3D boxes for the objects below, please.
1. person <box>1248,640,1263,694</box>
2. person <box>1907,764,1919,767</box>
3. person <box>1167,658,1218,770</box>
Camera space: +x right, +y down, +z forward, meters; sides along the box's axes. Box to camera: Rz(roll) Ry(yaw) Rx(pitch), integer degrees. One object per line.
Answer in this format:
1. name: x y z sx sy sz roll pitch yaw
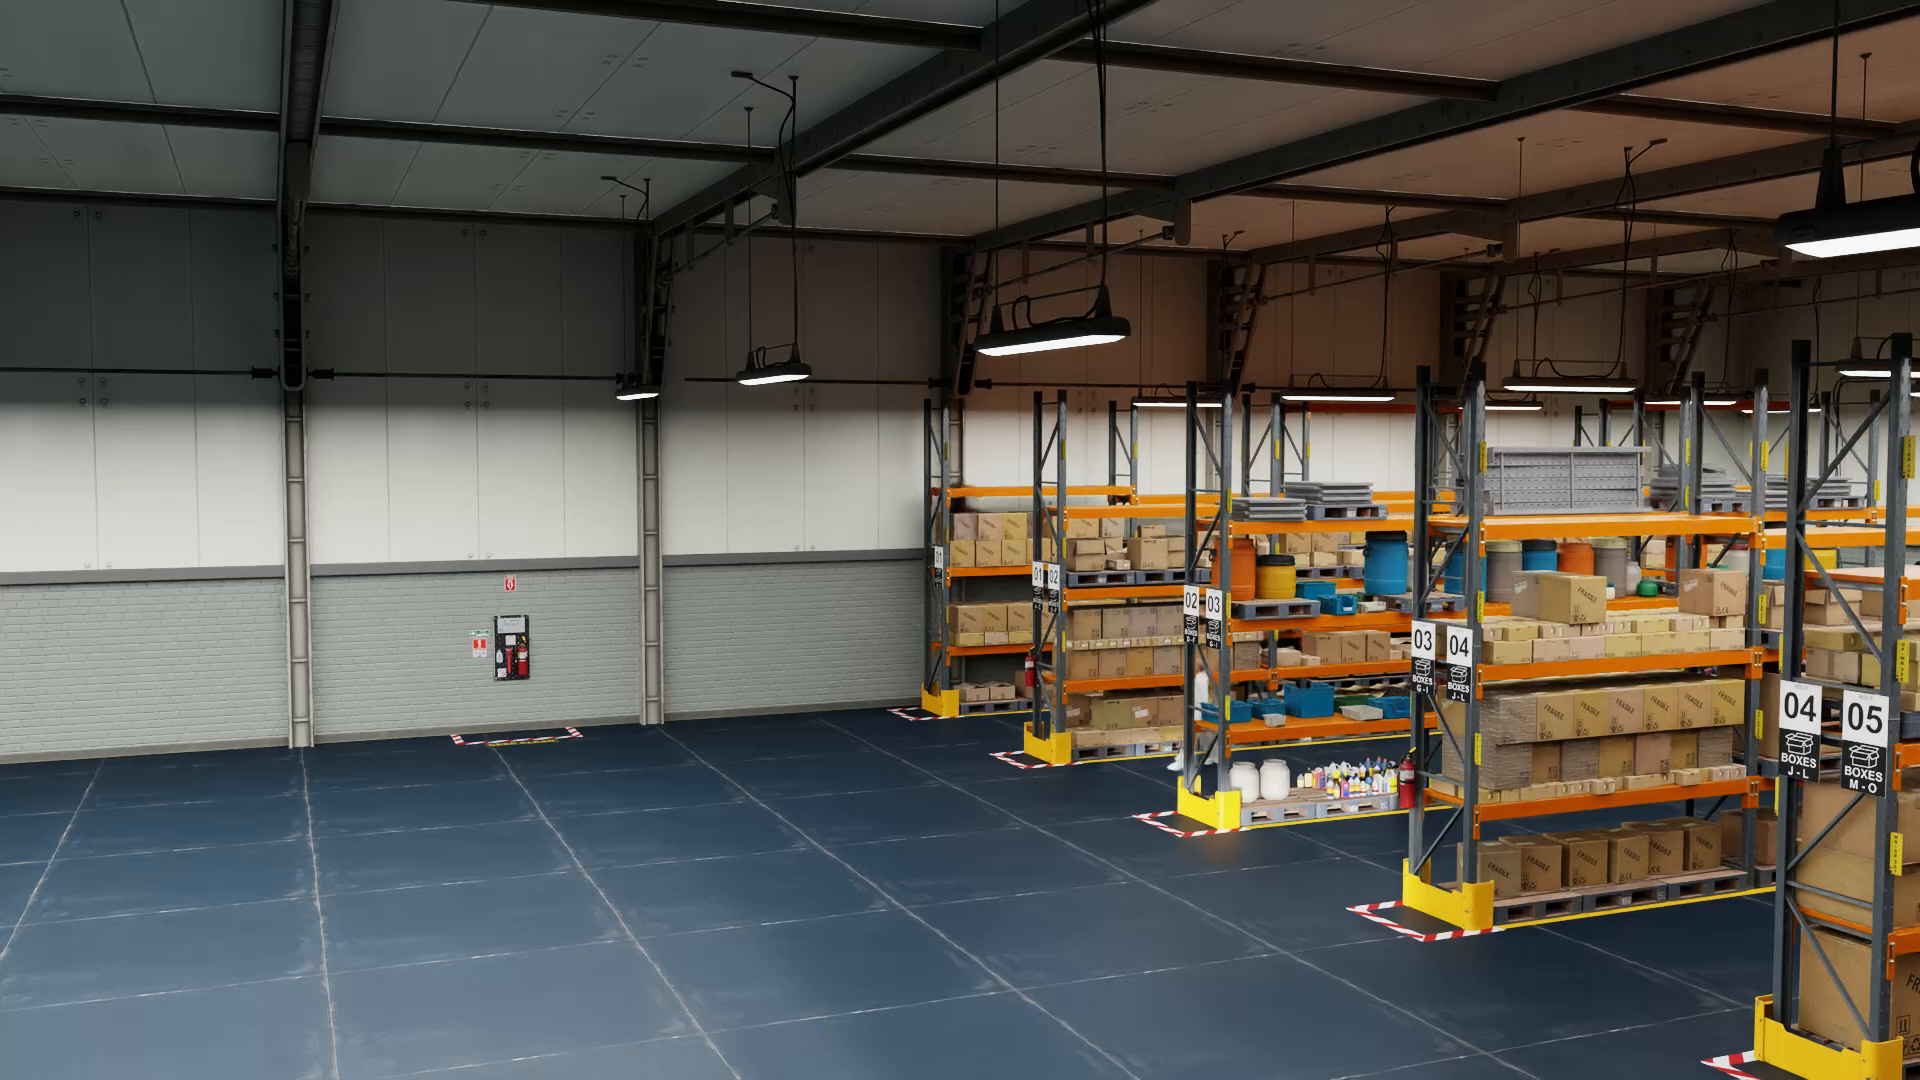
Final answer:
1. person: 5.290 2.520 30.555 0.992 1.625 0.488 -1 4 -18
2. person: 10.071 3.257 17.598 0.415 1.822 0.590 1 4 22
3. person: 3.715 2.732 26.336 1.033 1.741 0.701 -1 4 -18
